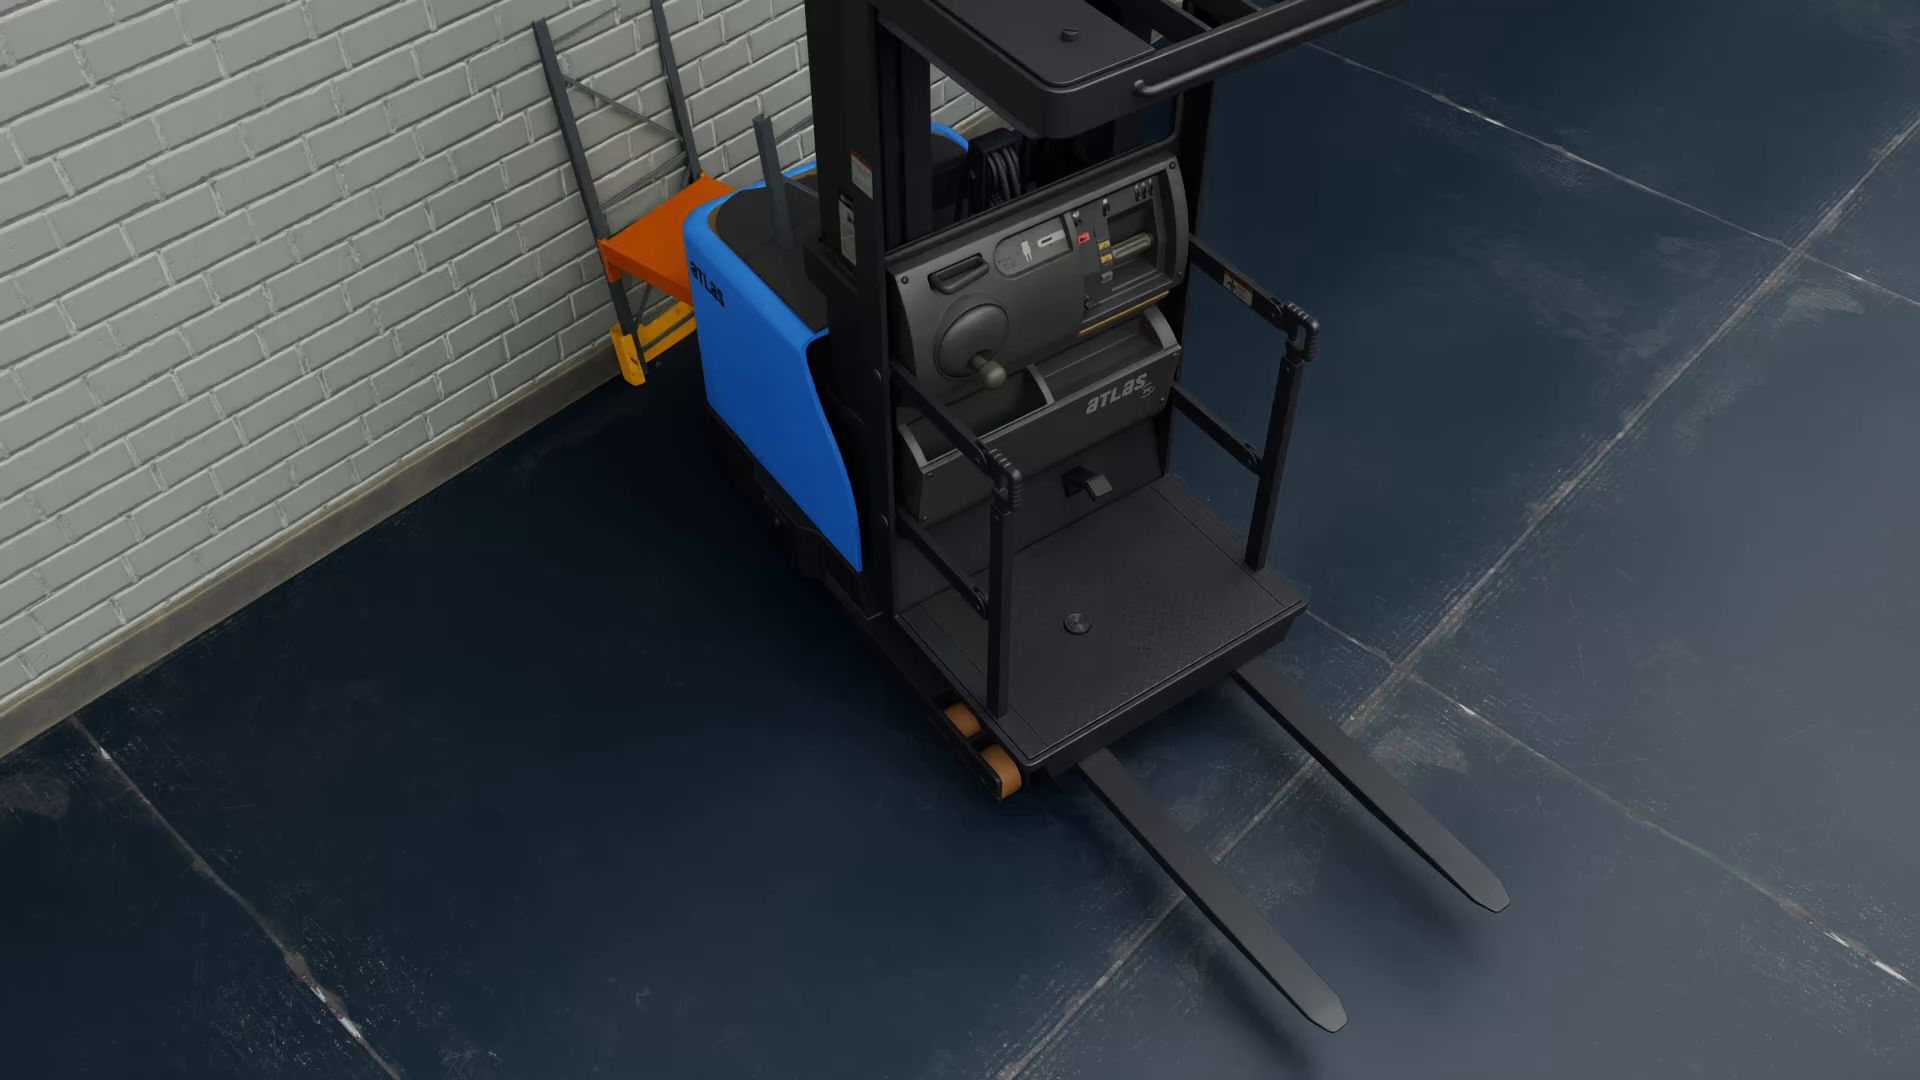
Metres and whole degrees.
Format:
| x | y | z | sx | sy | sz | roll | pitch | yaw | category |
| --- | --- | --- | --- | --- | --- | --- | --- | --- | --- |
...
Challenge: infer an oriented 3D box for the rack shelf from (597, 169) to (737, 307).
| x | y | z | sx | sy | sz | roll | pitch | yaw | category |
| --- | --- | --- | --- | --- | --- | --- | --- | --- | --- |
| -0.729 | -0.932 | 5.800 | 1.000 | 0.185 | 0.538 | 30 | 57 | 29 | rack shelf |

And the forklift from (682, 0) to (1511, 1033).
| x | y | z | sx | sy | sz | roll | pitch | yaw | category |
| --- | --- | --- | --- | --- | --- | --- | --- | --- | --- |
| 0.359 | -0.630 | 4.331 | 1.130 | 2.935 | 3.031 | -27 | 52 | -23 | forklift |

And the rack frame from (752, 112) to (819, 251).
| x | y | z | sx | sy | sz | roll | pitch | yaw | category |
| --- | --- | --- | --- | --- | --- | --- | --- | --- | --- |
| -0.359 | -0.836 | 5.420 | 0.032 | 1.500 | 0.500 | 30 | 57 | 29 | rack frame |

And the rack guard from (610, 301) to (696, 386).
| x | y | z | sx | sy | sz | roll | pitch | yaw | category |
| --- | --- | --- | --- | --- | --- | --- | --- | --- | --- |
| -1.075 | -0.847 | 6.373 | 0.087 | 0.250 | 0.587 | 30 | 57 | 29 | rack guard |

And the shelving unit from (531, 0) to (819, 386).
| x | y | z | sx | sy | sz | roll | pitch | yaw | category |
| --- | --- | --- | --- | --- | --- | --- | --- | --- | --- |
| -0.751 | -1.058 | 5.674 | 1.083 | 1.500 | 0.587 | 30 | 57 | 29 | shelving unit |

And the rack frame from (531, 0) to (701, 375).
| x | y | z | sx | sy | sz | roll | pitch | yaw | category |
| --- | --- | --- | --- | --- | --- | --- | --- | --- | --- |
| -1.129 | -1.273 | 5.919 | 0.032 | 1.500 | 0.500 | 30 | 57 | 29 | rack frame |
